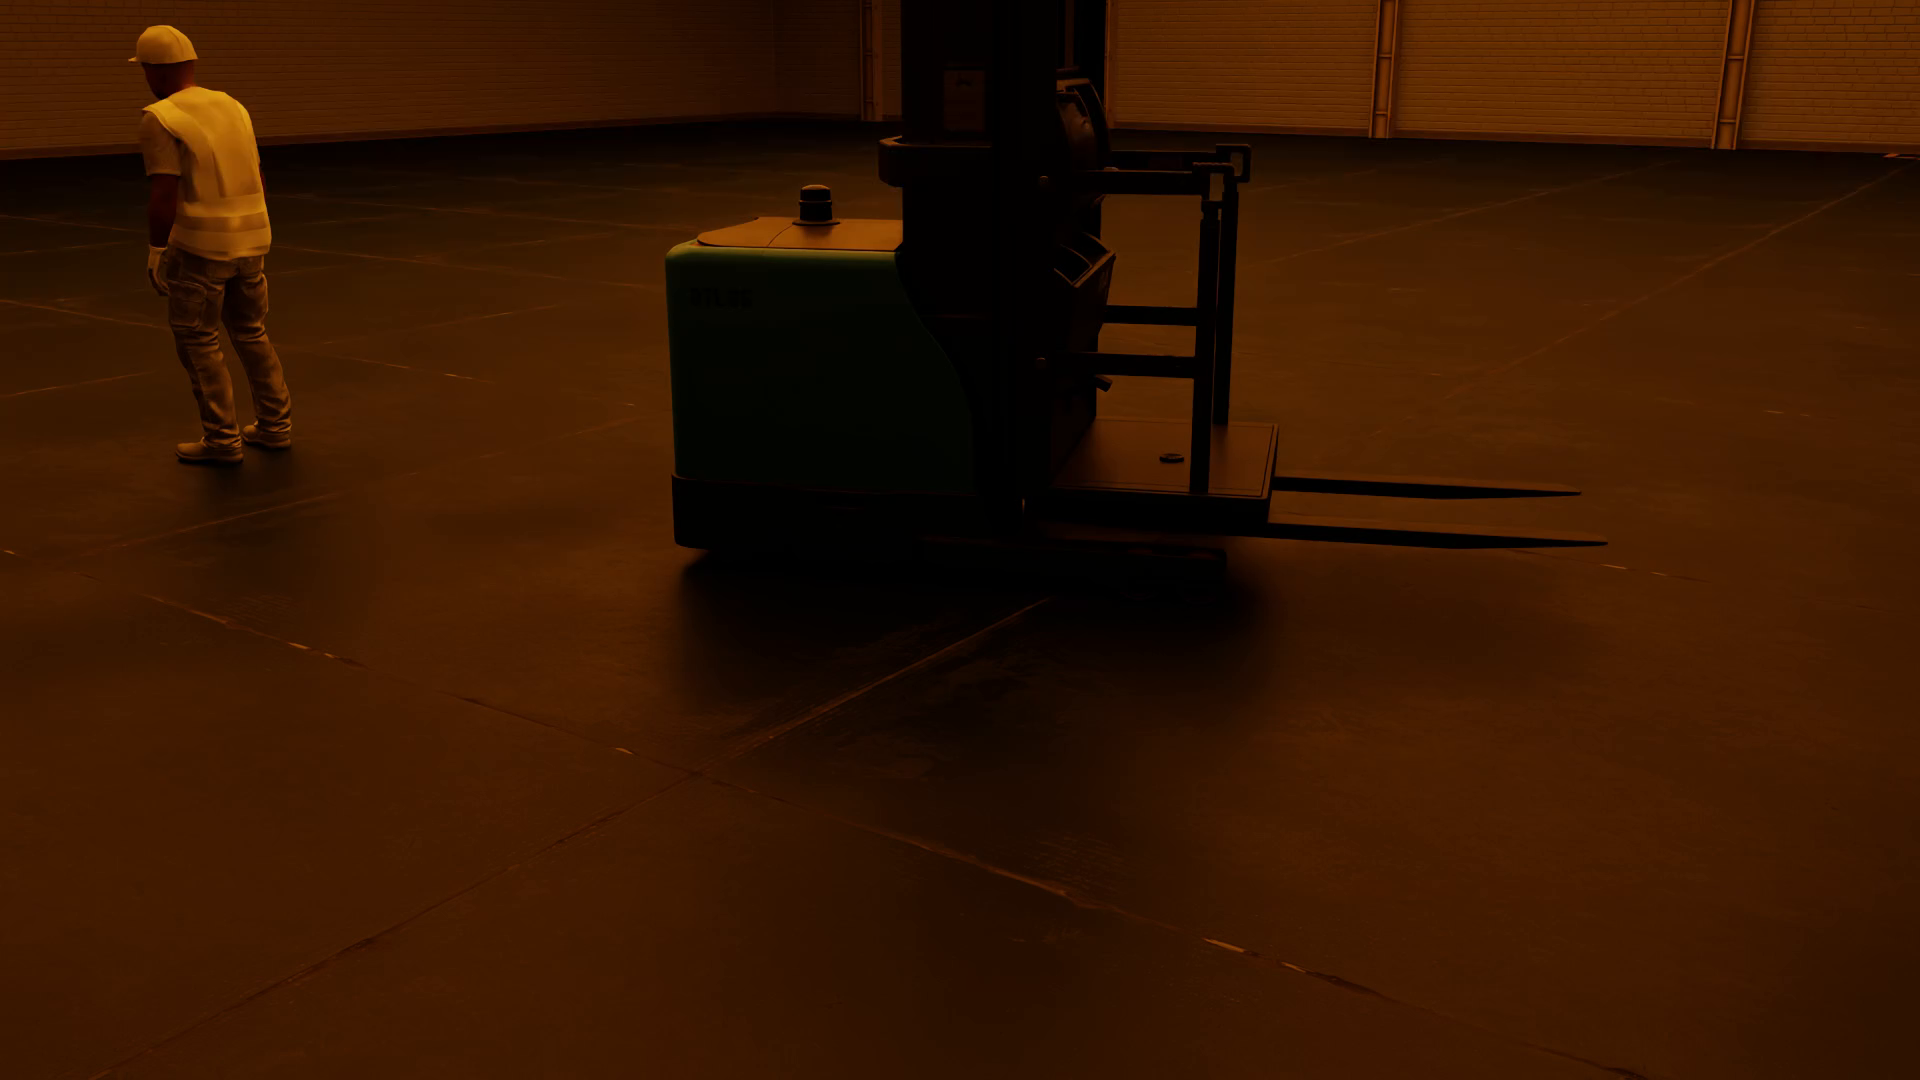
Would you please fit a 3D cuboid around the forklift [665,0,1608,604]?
[{"bbox_3d":[0.595,-1.367,5.404,3.031,2.935,1.130,4,17,12],"label":"forklift"}]

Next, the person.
[{"bbox_3d":[-3.128,-1.216,6.925,0.451,1.773,0.624,6,18,20],"label":"person"}]
